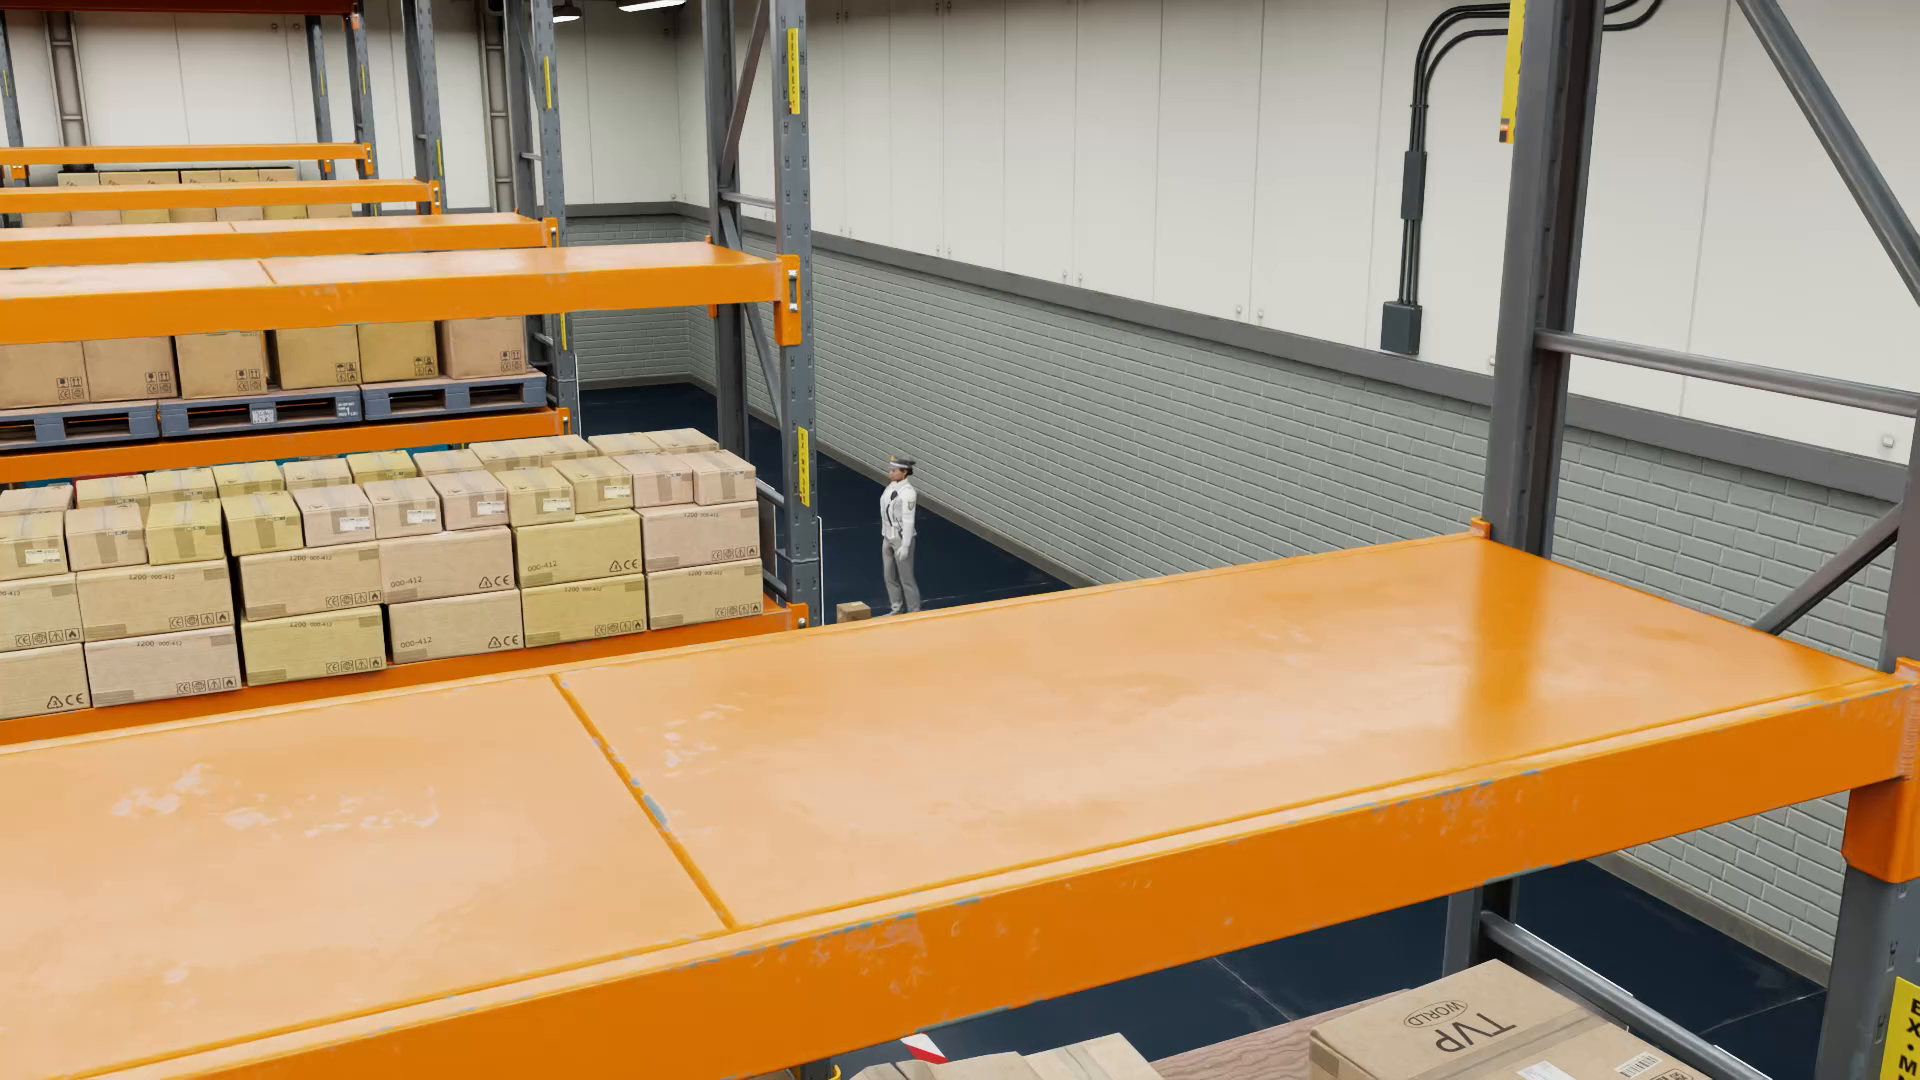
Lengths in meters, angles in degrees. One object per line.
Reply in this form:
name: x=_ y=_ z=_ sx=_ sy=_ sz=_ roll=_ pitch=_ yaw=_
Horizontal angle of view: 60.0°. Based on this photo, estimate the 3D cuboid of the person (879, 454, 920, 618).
person: x=-0.578 y=0.013 z=15.713 sx=0.360 sy=1.698 sz=0.464 roll=-7 pitch=17 yaw=-24
